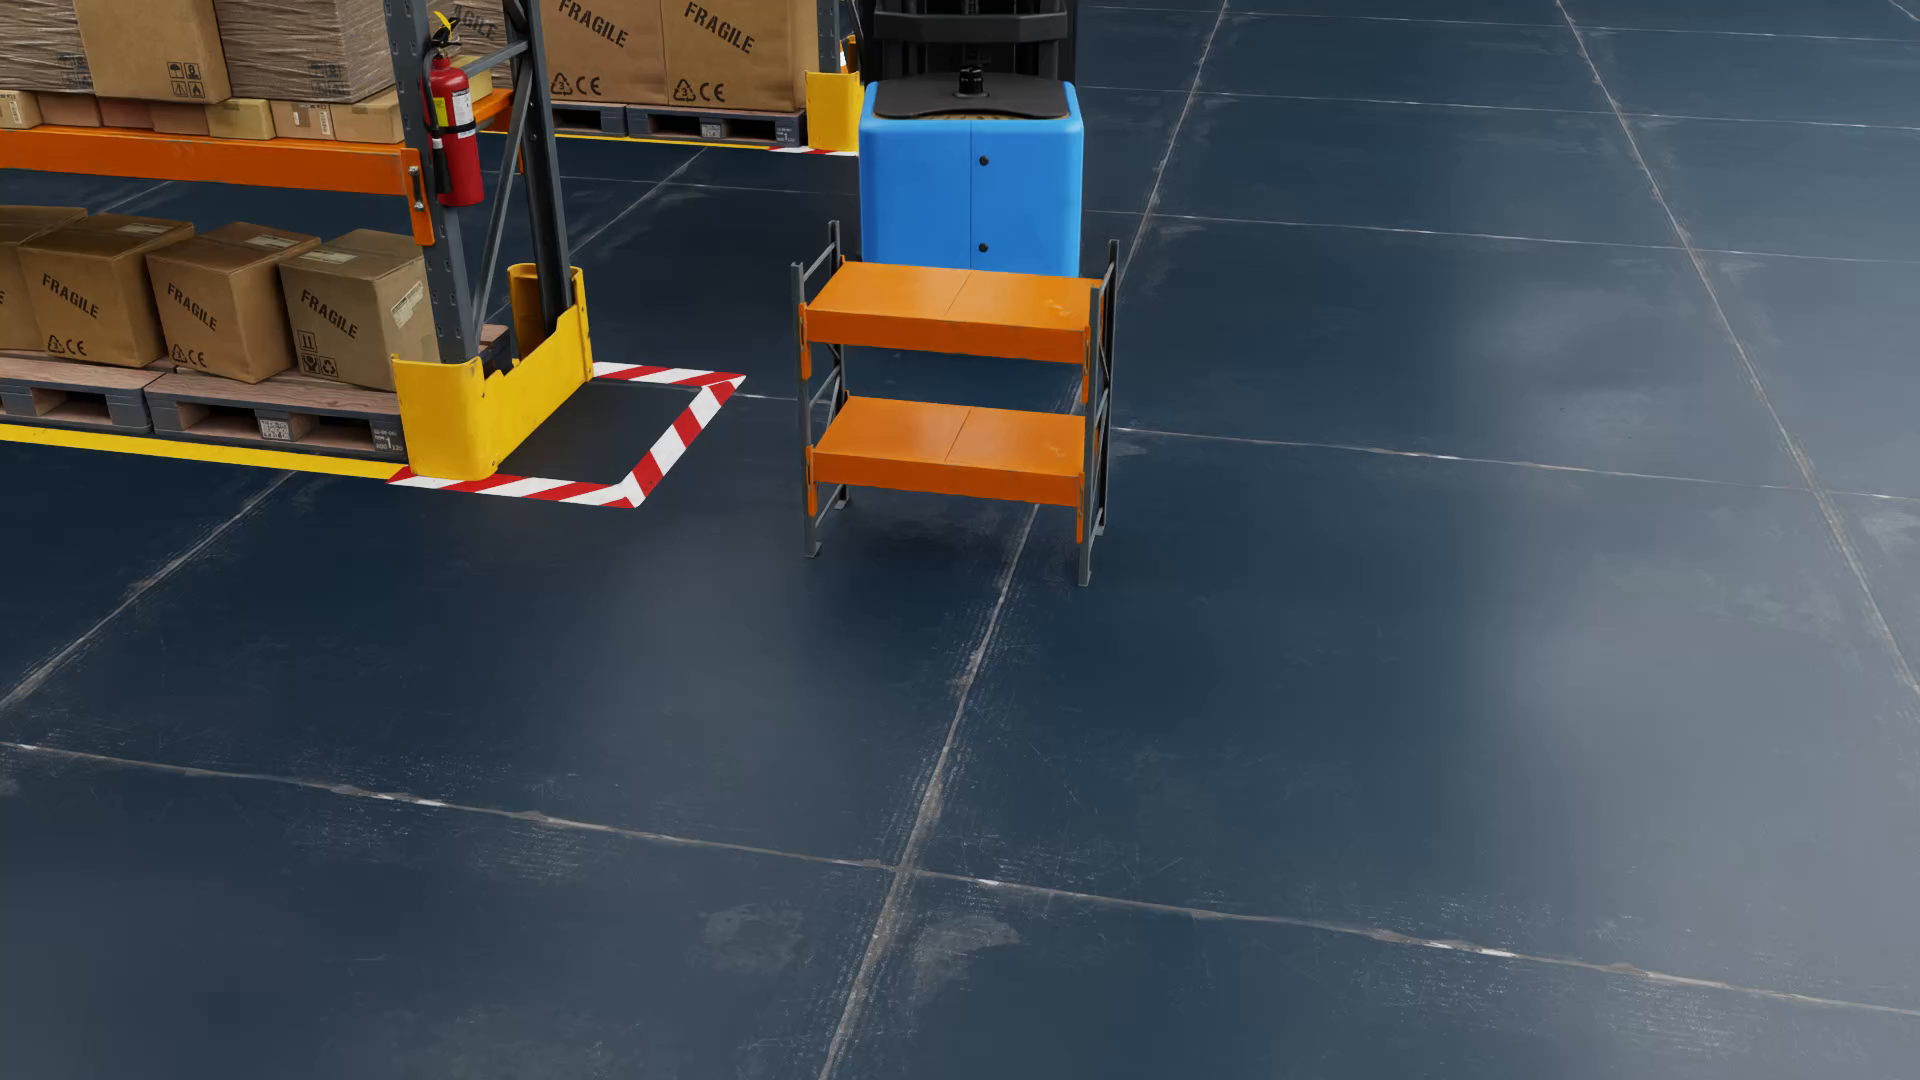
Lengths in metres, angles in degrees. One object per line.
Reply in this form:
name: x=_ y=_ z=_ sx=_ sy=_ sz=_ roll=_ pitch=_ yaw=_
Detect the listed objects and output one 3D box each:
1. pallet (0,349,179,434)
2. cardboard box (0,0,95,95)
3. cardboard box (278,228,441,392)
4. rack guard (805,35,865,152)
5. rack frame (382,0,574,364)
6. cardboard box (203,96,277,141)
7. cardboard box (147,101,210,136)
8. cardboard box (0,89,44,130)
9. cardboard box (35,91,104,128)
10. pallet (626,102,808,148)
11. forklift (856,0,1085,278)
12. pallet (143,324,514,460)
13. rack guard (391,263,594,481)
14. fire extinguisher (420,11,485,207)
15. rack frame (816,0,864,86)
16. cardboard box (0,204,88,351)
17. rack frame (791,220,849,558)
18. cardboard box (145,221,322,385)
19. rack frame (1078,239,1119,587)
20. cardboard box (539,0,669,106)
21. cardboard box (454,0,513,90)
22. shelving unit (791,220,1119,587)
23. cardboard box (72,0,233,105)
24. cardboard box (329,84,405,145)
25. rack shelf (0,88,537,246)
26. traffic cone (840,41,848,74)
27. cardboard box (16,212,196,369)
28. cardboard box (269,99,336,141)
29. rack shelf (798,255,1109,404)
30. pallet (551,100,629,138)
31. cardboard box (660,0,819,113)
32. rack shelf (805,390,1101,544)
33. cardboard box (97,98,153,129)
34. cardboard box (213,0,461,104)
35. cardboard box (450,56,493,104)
pallet: x=-3.935 y=-0.836 z=7.557 sx=1.213 sy=0.211 sz=1.003 roll=6 pitch=29 yaw=11
cardboard box: x=-3.410 y=-2.136 z=6.615 sx=0.500 sy=0.500 sz=0.875 roll=6 pitch=29 yaw=11
cardboard box: x=-2.491 y=-0.988 z=7.097 sx=0.500 sy=0.500 sz=0.500 roll=11 pitch=31 yaw=20
rack guard: x=-0.726 y=-3.050 z=11.301 sx=0.348 sy=0.500 sz=1.175 roll=6 pitch=29 yaw=11
rack frame: x=-1.884 y=-1.830 z=6.468 sx=0.127 sy=3.000 sz=1.000 roll=6 pitch=29 yaw=11
cardboard box: x=-2.705 y=-1.677 z=6.452 sx=0.250 sy=0.149 sz=0.380 roll=6 pitch=29 yaw=11
cardboard box: x=-2.946 y=-1.710 z=6.511 sx=0.250 sy=0.149 sz=0.380 roll=6 pitch=29 yaw=11
cardboard box: x=-3.694 y=-1.752 z=6.589 sx=0.250 sy=0.149 sz=0.380 roll=6 pitch=29 yaw=11
cardboard box: x=-3.431 y=-1.769 z=6.619 sx=0.250 sy=0.149 sz=0.380 roll=6 pitch=29 yaw=11
pallet: x=-1.547 y=-2.969 z=11.454 sx=1.213 sy=0.211 sz=1.003 roll=6 pitch=29 yaw=11
forklift: x=0.051 y=-2.921 z=8.533 sx=1.130 sy=2.935 sz=3.031 roll=0 pitch=29 yaw=0
pallet: x=-2.745 y=-0.712 z=7.331 sx=1.213 sy=0.211 sz=1.003 roll=6 pitch=29 yaw=11
rack guard: x=-1.958 y=-0.741 z=7.083 sx=0.348 sy=0.500 sz=1.175 roll=6 pitch=29 yaw=11
fire extinguisher: x=-1.868 y=-1.568 z=6.071 sx=0.183 sy=0.674 sz=0.296 roll=6 pitch=29 yaw=11
rack frame: x=-0.749 y=-4.149 z=10.705 sx=0.127 sy=3.000 sz=1.000 roll=6 pitch=29 yaw=11
cardboard box: x=-4.227 y=-1.180 z=7.448 sx=0.500 sy=0.500 sz=0.500 roll=3 pitch=29 yaw=6
rack frame: x=-0.504 y=-0.545 z=6.074 sx=0.032 sy=1.125 sz=0.500 roll=6 pitch=29 yaw=11
cardboard box: x=-3.083 y=-1.032 z=7.177 sx=0.500 sy=0.500 sz=0.500 roll=14 pitch=32 yaw=24
rack frame: x=0.491 y=-0.443 z=5.888 sx=0.032 sy=1.125 sz=0.500 roll=6 pitch=29 yaw=11
cardboard box: x=-2.287 y=-3.525 z=11.341 sx=0.875 sy=0.875 sz=0.875 roll=5 pitch=29 yaw=10
cardboard box: x=-3.178 y=-3.618 z=11.510 sx=0.875 sy=0.875 sz=0.875 roll=6 pitch=29 yaw=11
shelving unit: x=-0.007 y=-0.494 z=5.981 sx=1.048 sy=1.125 sz=0.538 roll=6 pitch=29 yaw=11
cardboard box: x=-2.930 y=-2.066 z=6.486 sx=0.500 sy=0.500 sz=0.875 roll=6 pitch=29 yaw=11
cardboard box: x=-2.206 y=-1.651 z=6.404 sx=0.250 sy=0.149 sz=0.380 roll=6 pitch=29 yaw=11
rack shelf: x=-3.840 y=-1.715 z=7.008 sx=4.000 sy=0.370 sz=1.077 roll=6 pitch=29 yaw=11
traffic cone: x=-0.972 y=-3.756 z=12.629 sx=0.334 sy=0.463 sz=0.336 roll=6 pitch=29 yaw=11
cardboard box: x=-3.691 y=-1.103 z=7.308 sx=0.500 sy=0.500 sz=0.500 roll=9 pitch=30 yaw=15
cardboard box: x=-2.450 y=-1.676 z=6.450 sx=0.250 sy=0.149 sz=0.380 roll=6 pitch=29 yaw=11
rack shelf: x=-0.007 y=-0.751 z=5.841 sx=1.000 sy=0.278 sz=0.538 roll=6 pitch=29 yaw=11
pallet: x=-2.737 y=-3.093 z=11.679 sx=1.213 sy=0.211 sz=1.003 roll=6 pitch=29 yaw=11
cardboard box: x=-1.426 y=-3.438 z=11.182 sx=0.875 sy=0.875 sz=0.875 roll=6 pitch=29 yaw=11
rack shelf: x=-0.007 y=-0.280 z=6.099 sx=1.000 sy=0.278 sz=0.538 roll=6 pitch=29 yaw=11
cardboard box: x=-3.182 y=-1.754 z=6.592 sx=0.250 sy=0.149 sz=0.380 roll=6 pitch=29 yaw=11
cardboard box: x=-2.416 y=-2.072 z=6.497 sx=0.500 sy=0.500 sz=0.875 roll=6 pitch=29 yaw=11
cardboard box: x=-2.113 y=-1.860 z=6.785 sx=0.250 sy=0.149 sz=0.380 roll=6 pitch=29 yaw=11
